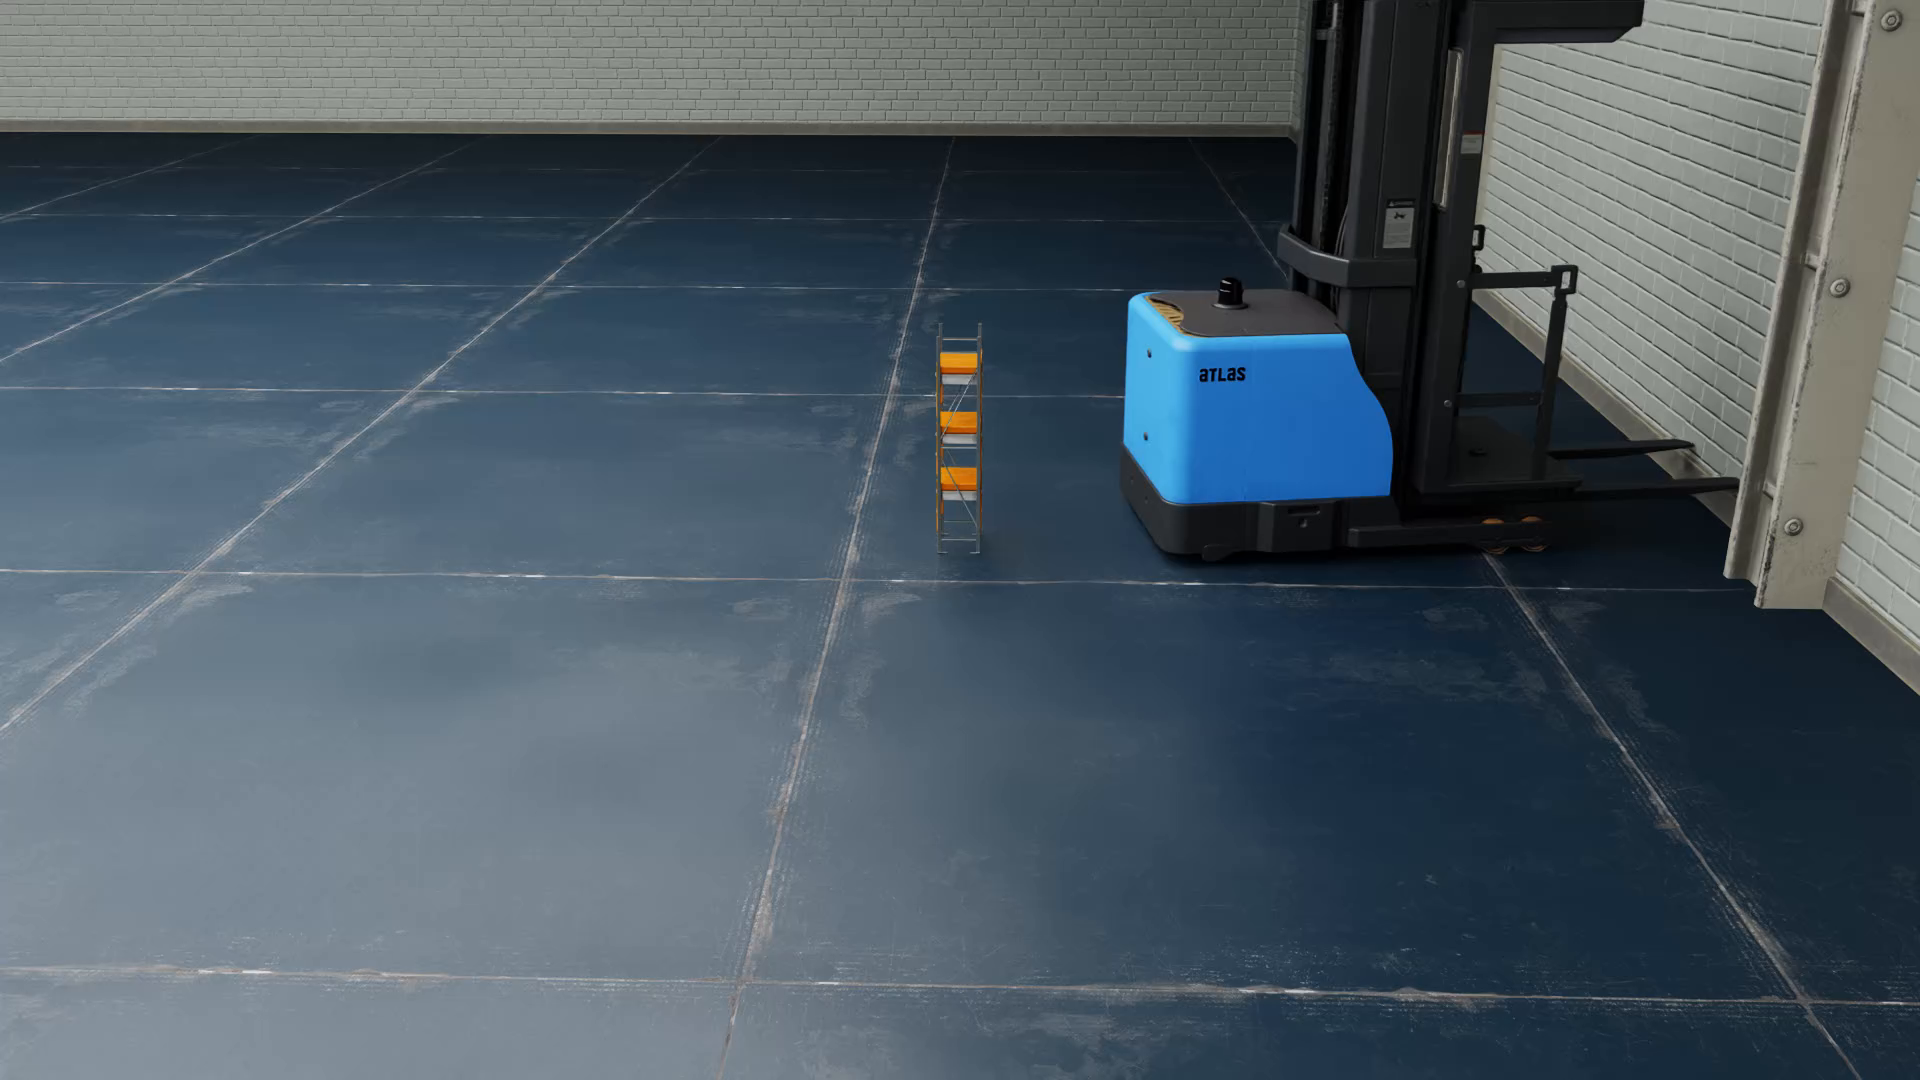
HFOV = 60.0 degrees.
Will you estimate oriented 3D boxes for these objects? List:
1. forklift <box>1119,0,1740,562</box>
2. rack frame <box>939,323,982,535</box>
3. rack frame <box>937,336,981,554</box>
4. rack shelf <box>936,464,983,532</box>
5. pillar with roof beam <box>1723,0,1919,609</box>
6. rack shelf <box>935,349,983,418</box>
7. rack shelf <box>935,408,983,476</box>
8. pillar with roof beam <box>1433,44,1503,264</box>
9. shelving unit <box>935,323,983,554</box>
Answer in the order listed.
[{"bbox_3d":[2.374,-1.487,7.809,3.031,2.935,1.130,-3,21,-7],"label":"forklift"},{"bbox_3d":[0.002,-0.514,7.903,0.200,1.050,0.008,1,21,2],"label":"rack frame"},{"bbox_3d":[-0.005,-0.426,7.675,0.200,1.050,0.008,1,21,2],"label":"rack frame"},{"bbox_3d":[-0.002,-0.201,7.894,0.215,0.259,0.240,1,21,2],"label":"rack shelf"},{"bbox_3d":[-0.655,-4.015,5.936,9.100,9.000,0.400,1,21,2],"label":"pillar with roof beam"},{"bbox_3d":[-0.002,-0.725,7.690,0.215,0.259,0.240,1,21,2],"label":"rack shelf"},{"bbox_3d":[-0.002,-0.460,7.793,0.215,0.259,0.240,1,21,2],"label":"rack shelf"},{"bbox_3d":[-0.473,-6.184,11.527,9.100,9.000,0.400,1,21,2],"label":"pillar with roof beam"},{"bbox_3d":[-0.002,-0.470,7.789,0.215,1.050,0.252,1,21,2],"label":"shelving unit"}]
